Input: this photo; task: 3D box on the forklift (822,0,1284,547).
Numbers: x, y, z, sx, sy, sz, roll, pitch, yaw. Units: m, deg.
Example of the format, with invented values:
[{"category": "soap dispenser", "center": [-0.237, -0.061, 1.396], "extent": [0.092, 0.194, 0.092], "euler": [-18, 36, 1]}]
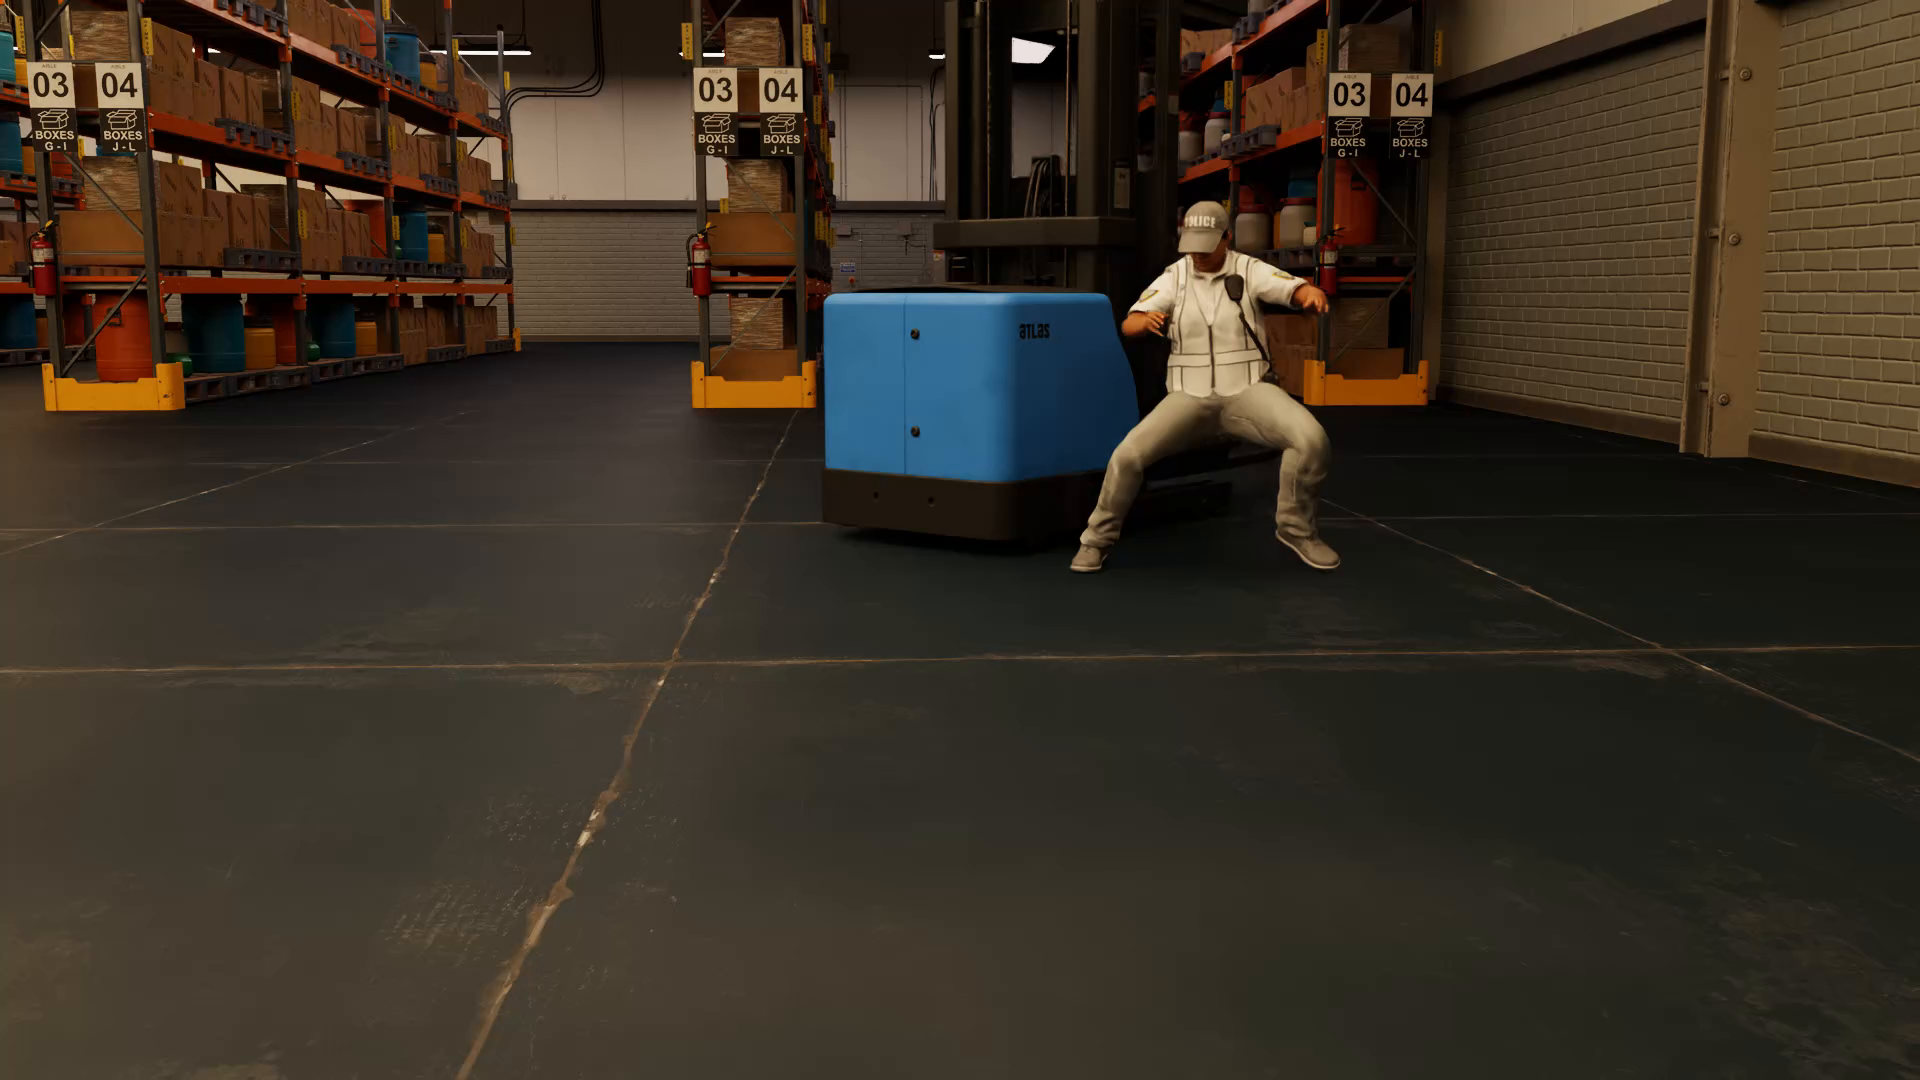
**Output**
[{"category": "forklift", "center": [0.683, -1.592, 8.053], "extent": [1.130, 2.935, 3.031], "euler": [6, 11, 37]}]

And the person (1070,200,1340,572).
[{"category": "person", "center": [0.967, -0.588, 6.412], "extent": [1.016, 1.425, 0.727], "euler": [3, 9, 19]}]
